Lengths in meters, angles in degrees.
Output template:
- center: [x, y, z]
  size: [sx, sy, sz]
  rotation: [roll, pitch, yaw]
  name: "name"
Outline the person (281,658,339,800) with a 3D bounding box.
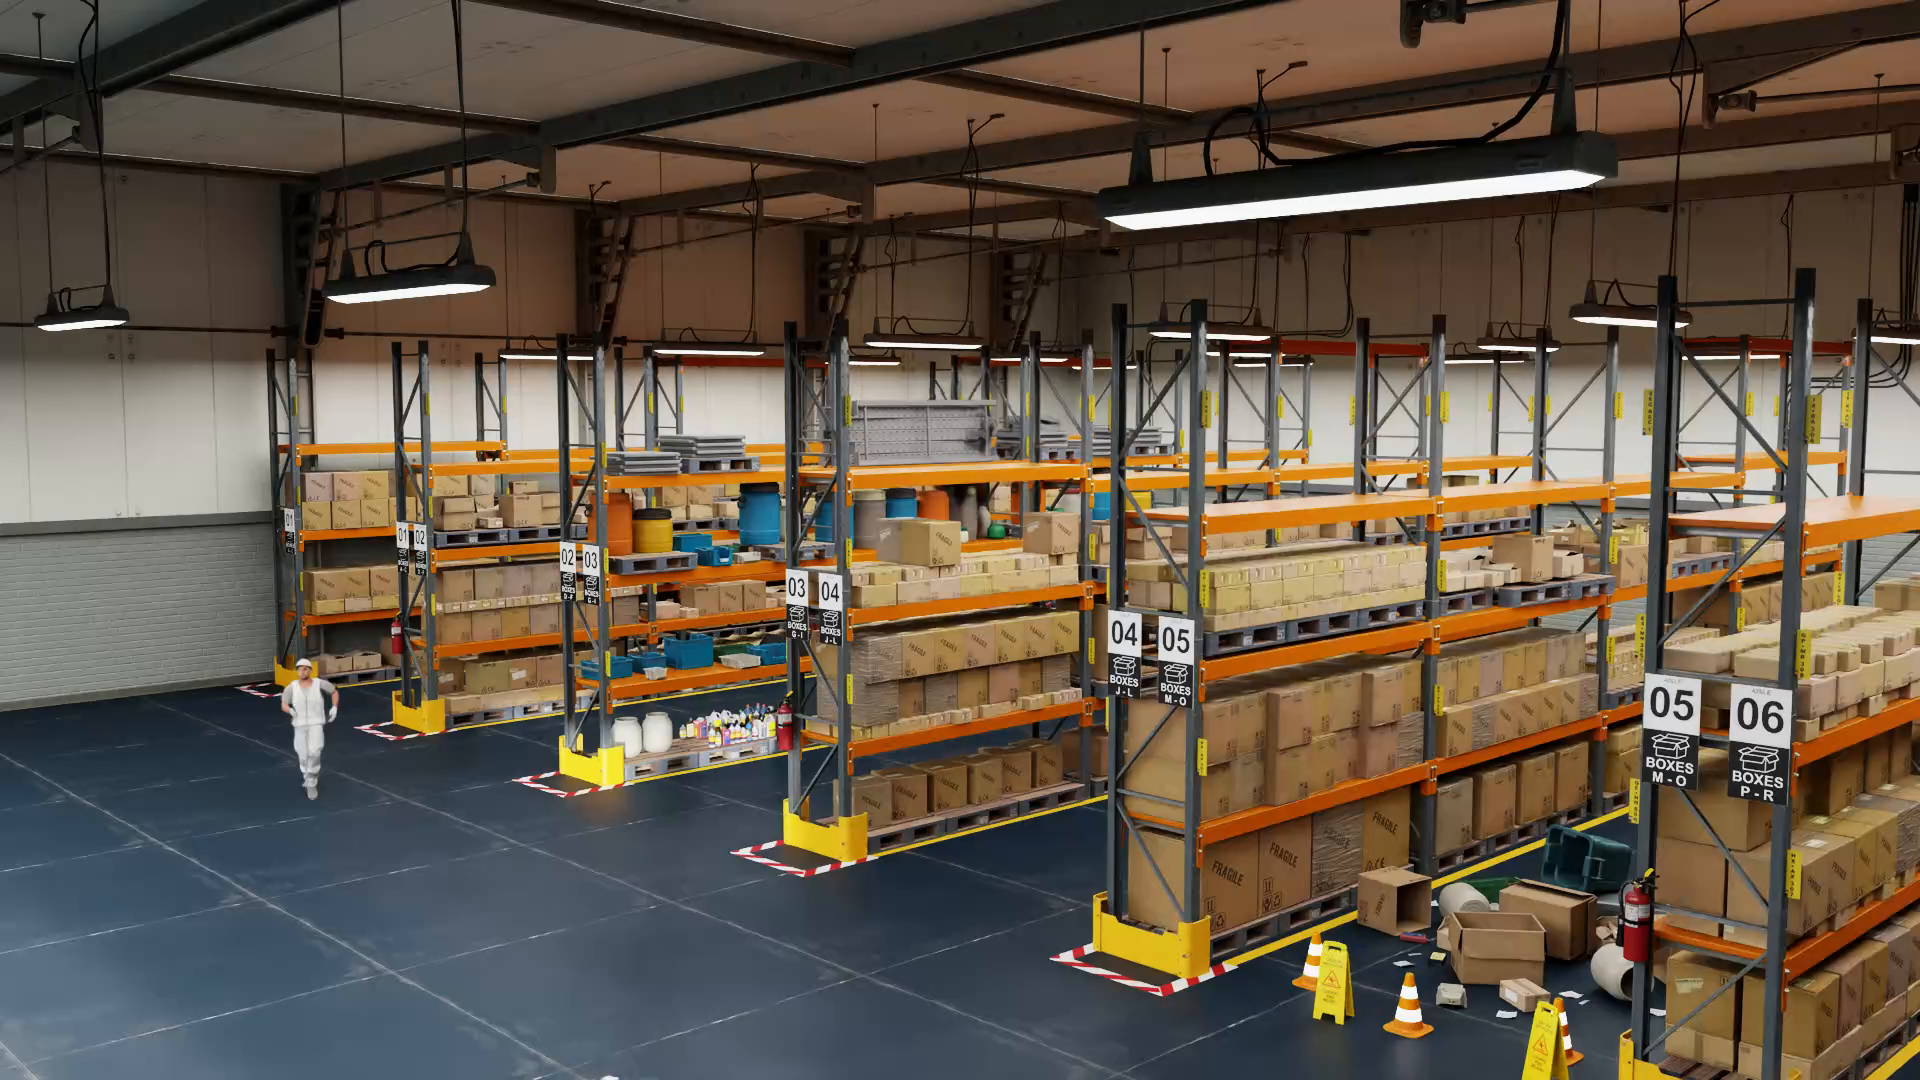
- center: [-8.424, 2.434, 21.518]
  size: [0.660, 1.812, 0.755]
  rotation: [-1, 5, -12]
  name: "person"
